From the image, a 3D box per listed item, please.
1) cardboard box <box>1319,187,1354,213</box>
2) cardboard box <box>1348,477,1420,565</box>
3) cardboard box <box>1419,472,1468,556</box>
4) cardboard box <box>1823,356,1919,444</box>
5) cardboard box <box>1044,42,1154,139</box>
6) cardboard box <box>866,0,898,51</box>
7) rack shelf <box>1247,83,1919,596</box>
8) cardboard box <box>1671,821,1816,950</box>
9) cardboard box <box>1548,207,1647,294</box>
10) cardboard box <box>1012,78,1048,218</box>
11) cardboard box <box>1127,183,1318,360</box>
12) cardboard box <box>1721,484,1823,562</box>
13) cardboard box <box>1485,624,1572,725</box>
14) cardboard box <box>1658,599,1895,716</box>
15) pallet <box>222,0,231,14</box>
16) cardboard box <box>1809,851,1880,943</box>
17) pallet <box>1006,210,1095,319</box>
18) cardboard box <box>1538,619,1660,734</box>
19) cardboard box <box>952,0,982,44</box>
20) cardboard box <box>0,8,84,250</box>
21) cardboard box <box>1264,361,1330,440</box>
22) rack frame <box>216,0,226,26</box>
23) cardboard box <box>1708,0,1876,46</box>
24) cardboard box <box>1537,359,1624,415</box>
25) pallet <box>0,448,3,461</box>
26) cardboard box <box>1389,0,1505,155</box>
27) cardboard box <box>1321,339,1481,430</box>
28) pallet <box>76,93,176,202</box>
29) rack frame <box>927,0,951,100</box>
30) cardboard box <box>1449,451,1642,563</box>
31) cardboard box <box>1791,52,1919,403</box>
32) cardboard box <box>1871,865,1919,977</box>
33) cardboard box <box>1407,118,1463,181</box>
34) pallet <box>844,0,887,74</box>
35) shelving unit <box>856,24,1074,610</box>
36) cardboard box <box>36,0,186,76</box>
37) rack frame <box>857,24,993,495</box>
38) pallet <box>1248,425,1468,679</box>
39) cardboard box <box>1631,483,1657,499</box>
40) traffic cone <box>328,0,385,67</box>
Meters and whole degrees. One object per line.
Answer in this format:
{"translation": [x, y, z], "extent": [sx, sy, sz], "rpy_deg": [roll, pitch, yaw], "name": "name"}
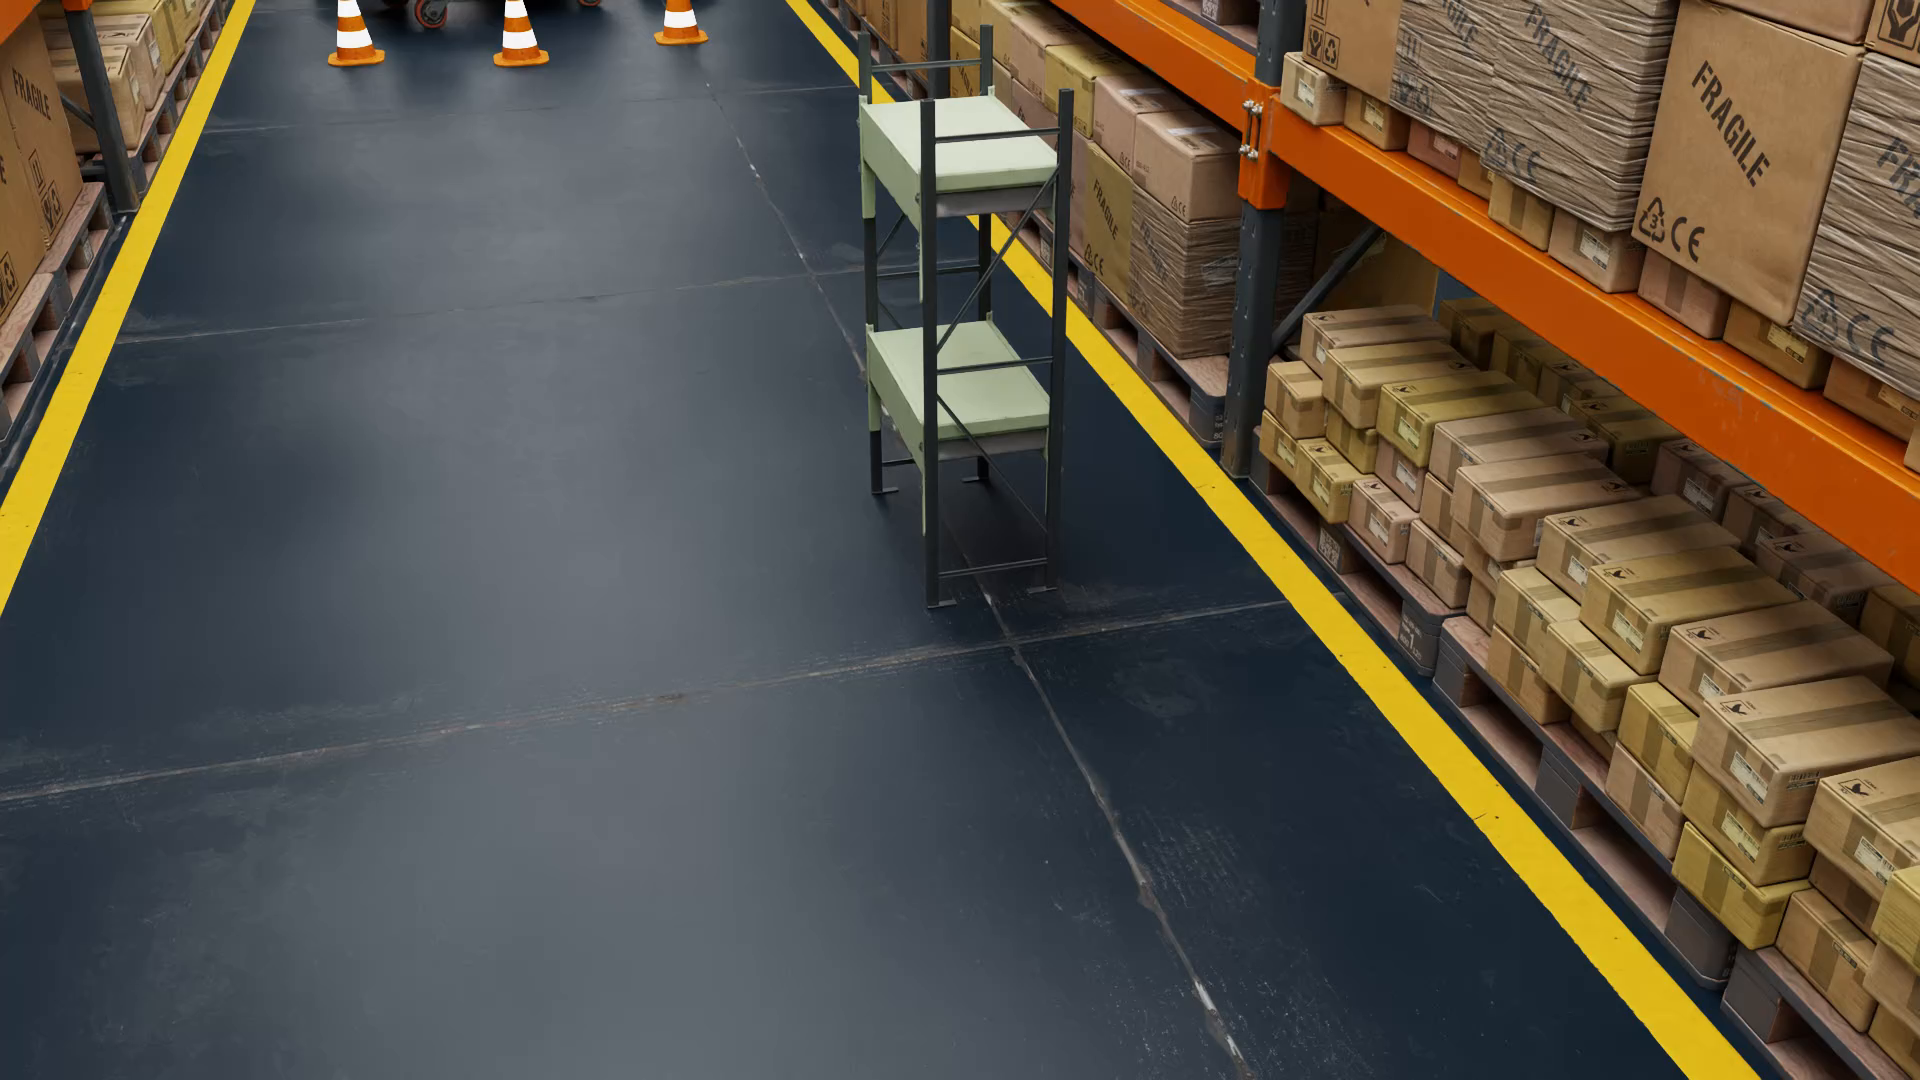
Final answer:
{"translation": [1.443, -1.405, 6.011], "extent": [0.500, 0.250, 0.500], "rpy_deg": [-9, 31, -15], "name": "cardboard box"}
{"translation": [1.358, -0.077, 4.815], "extent": [0.380, 0.149, 0.250], "rpy_deg": [-8, 31, -14], "name": "cardboard box"}
{"translation": [1.494, -0.094, 4.548], "extent": [0.380, 0.149, 0.250], "rpy_deg": [-9, 31, -16], "name": "cardboard box"}
{"translation": [1.830, -0.302, 3.028], "extent": [0.380, 0.149, 0.250], "rpy_deg": [-9, 31, -15], "name": "cardboard box"}
{"translation": [0.666, -1.843, 6.767], "extent": [0.500, 0.250, 0.500], "rpy_deg": [-9, 31, -15], "name": "cardboard box"}
{"translation": [0.013, -3.457, 10.054], "extent": [1.050, 0.750, 0.750], "rpy_deg": [-7, 31, -13], "name": "cardboard box"}
{"translation": [1.916, -0.312, 3.512], "extent": [1.077, 0.370, 4.000], "rpy_deg": [-8, 31, -13], "name": "rack shelf"}
{"translation": [1.746, 0.686, 3.496], "extent": [0.380, 0.149, 0.250], "rpy_deg": [-9, 31, -15], "name": "cardboard box"}
{"translation": [1.541, -0.670, 3.665], "extent": [0.380, 0.149, 0.250], "rpy_deg": [-7, 31, -11], "name": "cardboard box"}
{"translation": [0.542, -1.756, 7.365], "extent": [0.500, 0.500, 0.500], "rpy_deg": [-9, 31, -15], "name": "cardboard box"}
{"translation": [0.945, -1.013, 6.082], "extent": [0.500, 0.500, 0.500], "rpy_deg": [-8, 31, -14], "name": "cardboard box"}
{"translation": [2.147, -0.037, 4.152], "extent": [0.380, 0.149, 0.250], "rpy_deg": [-9, 31, -15], "name": "cardboard box"}
{"translation": [1.555, 0.303, 4.159], "extent": [0.380, 0.149, 0.250], "rpy_deg": [-9, 31, -15], "name": "cardboard box"}
{"translation": [1.763, 0.281, 3.604], "extent": [0.380, 0.149, 0.250], "rpy_deg": [-9, 31, -15], "name": "cardboard box"}
{"translation": [-5.697, -3.859, 11.706], "extent": [1.003, 0.211, 1.213], "rpy_deg": [-8, 31, -13], "name": "pallet"}
{"translation": [1.919, 0.655, 3.253], "extent": [0.380, 0.149, 0.250], "rpy_deg": [-8, 31, -14], "name": "cardboard box"}
{"translation": [0.849, -1.348, 7.369], "extent": [1.003, 0.211, 1.213], "rpy_deg": [-8, 31, -13], "name": "pallet"}
{"translation": [1.592, 0.295, 3.876], "extent": [0.380, 0.149, 0.250], "rpy_deg": [-8, 31, -13], "name": "cardboard box"}
{"translation": [0.273, -2.580, 8.041], "extent": [0.500, 0.250, 0.500], "rpy_deg": [-9, 31, -16], "name": "cardboard box"}
{"translation": [-4.319, -1.731, 6.949], "extent": [0.875, 0.875, 0.875], "rpy_deg": [-8, 31, -14], "name": "cardboard box"}
{"translation": [1.172, -0.448, 5.159], "extent": [0.380, 0.149, 0.250], "rpy_deg": [-6, 31, -11], "name": "cardboard box"}
{"translation": [-5.484, -4.746, 10.455], "extent": [1.000, 3.000, 0.127], "rpy_deg": [-8, 31, -13], "name": "rack frame"}
{"translation": [1.661, -1.199, 2.933], "extent": [0.500, 0.500, 0.500], "rpy_deg": [-9, 31, -15], "name": "cardboard box"}
{"translation": [1.909, -0.420, 4.814], "extent": [0.380, 0.149, 0.250], "rpy_deg": [-8, 31, -14], "name": "cardboard box"}
{"translation": [-3.638, -0.038, 5.104], "extent": [1.003, 0.211, 1.213], "rpy_deg": [-8, 31, -13], "name": "pallet"}
{"translation": [1.411, -1.250, 4.019], "extent": [0.500, 0.500, 0.500], "rpy_deg": [-8, 31, -13], "name": "cardboard box"}
{"translation": [1.292, -0.459, 4.882], "extent": [0.380, 0.149, 0.250], "rpy_deg": [-6, 31, -11], "name": "cardboard box"}
{"translation": [-4.629, -1.985, 8.468], "extent": [1.003, 0.211, 1.213], "rpy_deg": [-8, 31, -13], "name": "pallet"}
{"translation": [0.323, -3.521, 8.339], "extent": [1.000, 3.000, 0.127], "rpy_deg": [-8, 31, -13], "name": "rack frame"}
{"translation": [1.487, -0.087, 4.239], "extent": [0.380, 0.149, 0.250], "rpy_deg": [-7, 31, -12], "name": "cardboard box"}
{"translation": [1.803, -0.505, 2.731], "extent": [0.500, 0.500, 0.500], "rpy_deg": [-8, 31, -13], "name": "cardboard box"}
{"translation": [1.859, 0.678, 2.916], "extent": [0.380, 0.149, 0.250], "rpy_deg": [-9, 31, -14], "name": "cardboard box"}
{"translation": [1.406, -1.063, 4.343], "extent": [0.380, 0.149, 0.250], "rpy_deg": [-9, 31, -15], "name": "cardboard box"}
{"translation": [-0.134, -3.293, 10.728], "extent": [1.003, 0.211, 1.213], "rpy_deg": [-8, 31, -13], "name": "pallet"}
{"translation": [-0.002, -0.652, 4.880], "extent": [0.431, 1.500, 0.755], "rpy_deg": [-8, 31, -13], "name": "shelving unit"}
{"translation": [-4.962, -2.855, 9.392], "extent": [0.950, 0.372, 0.625], "rpy_deg": [-7, 31, -12], "name": "cardboard box"}
{"translation": [-0.099, -0.829, 5.185], "extent": [0.400, 1.500, 0.023], "rpy_deg": [-8, 31, -13], "name": "rack frame"}
{"translation": [1.597, -0.062, 5.147], "extent": [1.003, 0.211, 1.213], "rpy_deg": [-8, 31, -13], "name": "pallet"}
{"translation": [2.005, -0.045, 4.463], "extent": [0.380, 0.149, 0.250], "rpy_deg": [-7, 31, -12], "name": "cardboard box"}
{"translation": [-3.805, -3.235, 10.377], "extent": [0.336, 0.463, 0.334], "rpy_deg": [-8, 31, -13], "name": "traffic cone"}
